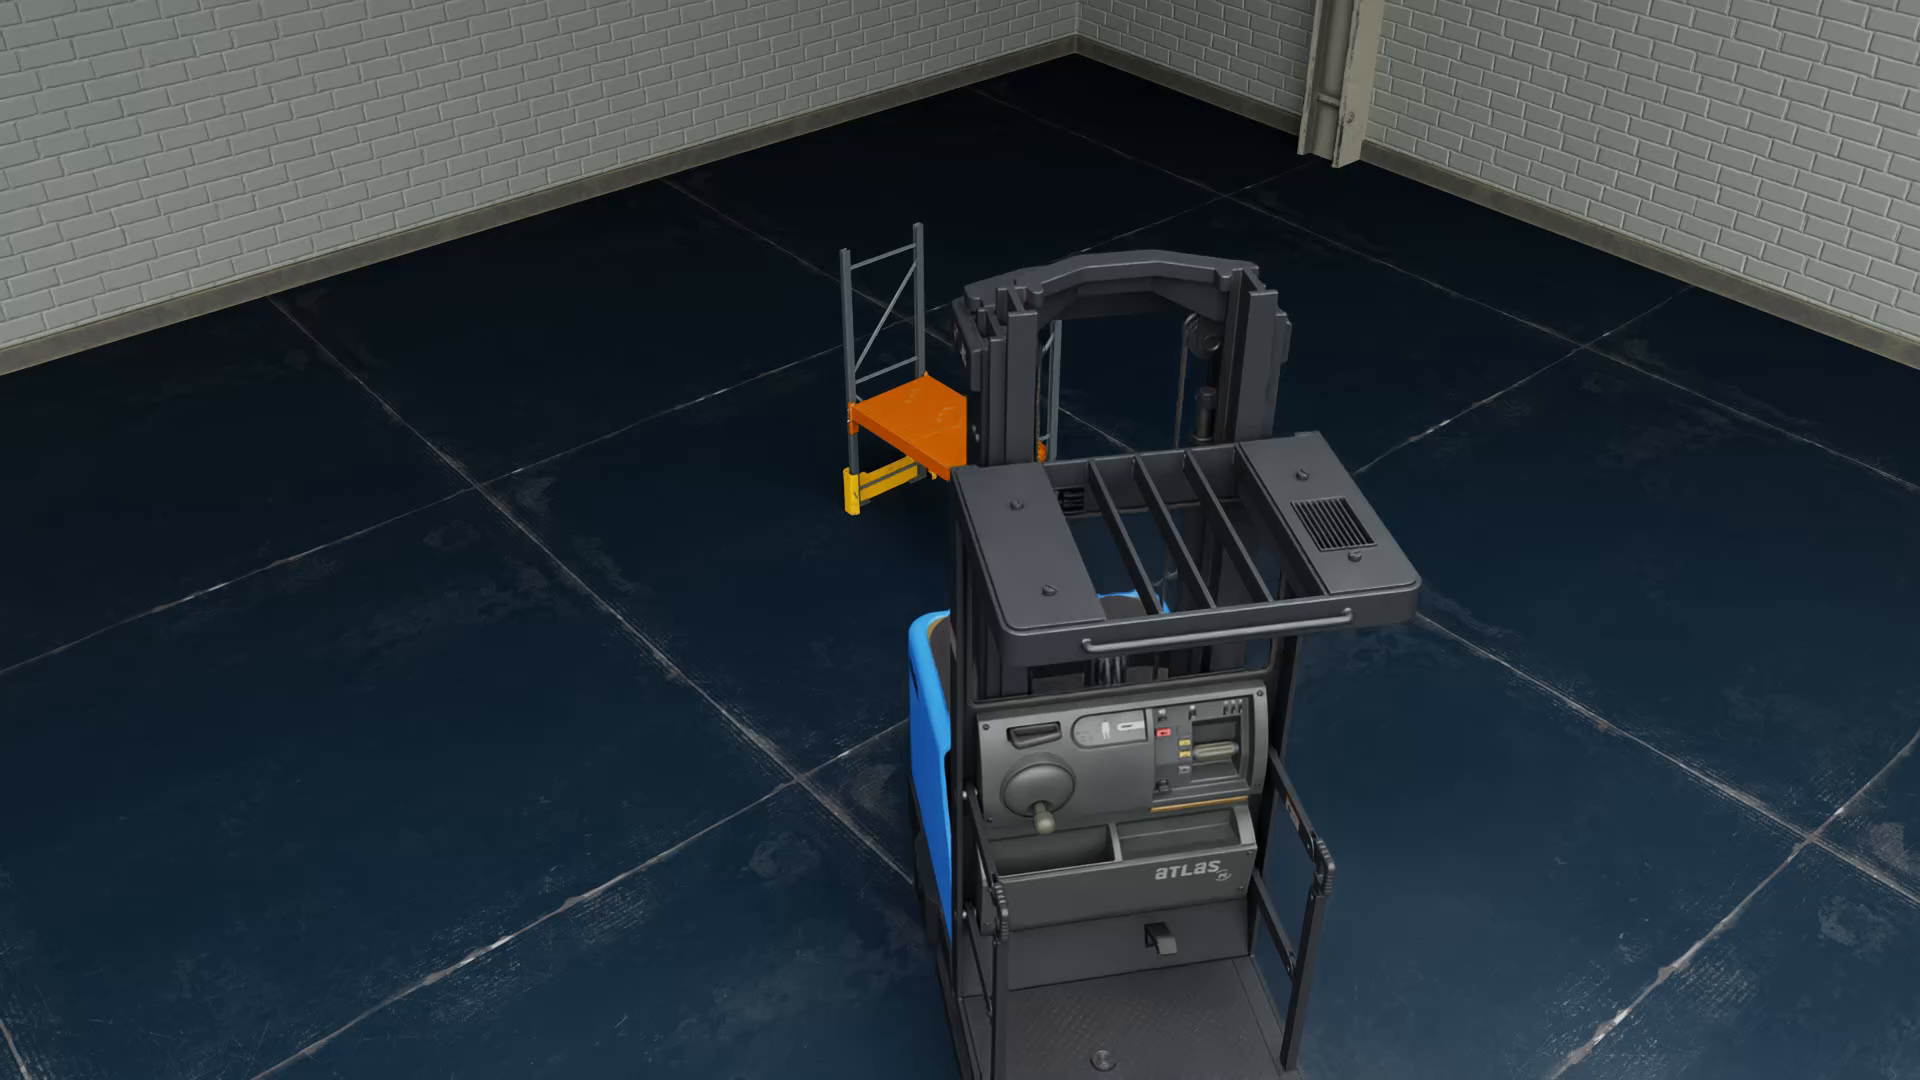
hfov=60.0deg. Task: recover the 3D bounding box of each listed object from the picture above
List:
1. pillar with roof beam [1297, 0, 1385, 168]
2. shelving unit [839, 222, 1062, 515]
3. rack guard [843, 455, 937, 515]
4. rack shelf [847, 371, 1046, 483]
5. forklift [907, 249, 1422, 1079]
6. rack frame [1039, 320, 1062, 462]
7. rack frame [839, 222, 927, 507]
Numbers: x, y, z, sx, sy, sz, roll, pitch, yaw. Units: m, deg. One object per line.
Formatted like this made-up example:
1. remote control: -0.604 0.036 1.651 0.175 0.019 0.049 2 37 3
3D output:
1. pillar with roof beam: -0.437 -5.036 7.975 9.100 9.000 0.400 -26 43 -32
2. shelving unit: -0.049 -0.646 8.265 0.587 1.500 1.083 -26 43 -32
3. rack guard: -0.371 -0.356 8.937 0.587 0.250 0.087 -26 43 -32
4. rack shelf: -0.055 -0.503 8.375 0.538 0.185 1.000 -26 43 -32
5. forklift: 0.559 0.750 5.056 1.130 2.935 3.031 -6 36 -8
6. rack frame: 0.273 -0.425 7.954 0.500 1.500 0.032 -26 43 -32
7. rack frame: -0.383 -0.874 8.588 0.500 1.500 0.032 -26 43 -32
